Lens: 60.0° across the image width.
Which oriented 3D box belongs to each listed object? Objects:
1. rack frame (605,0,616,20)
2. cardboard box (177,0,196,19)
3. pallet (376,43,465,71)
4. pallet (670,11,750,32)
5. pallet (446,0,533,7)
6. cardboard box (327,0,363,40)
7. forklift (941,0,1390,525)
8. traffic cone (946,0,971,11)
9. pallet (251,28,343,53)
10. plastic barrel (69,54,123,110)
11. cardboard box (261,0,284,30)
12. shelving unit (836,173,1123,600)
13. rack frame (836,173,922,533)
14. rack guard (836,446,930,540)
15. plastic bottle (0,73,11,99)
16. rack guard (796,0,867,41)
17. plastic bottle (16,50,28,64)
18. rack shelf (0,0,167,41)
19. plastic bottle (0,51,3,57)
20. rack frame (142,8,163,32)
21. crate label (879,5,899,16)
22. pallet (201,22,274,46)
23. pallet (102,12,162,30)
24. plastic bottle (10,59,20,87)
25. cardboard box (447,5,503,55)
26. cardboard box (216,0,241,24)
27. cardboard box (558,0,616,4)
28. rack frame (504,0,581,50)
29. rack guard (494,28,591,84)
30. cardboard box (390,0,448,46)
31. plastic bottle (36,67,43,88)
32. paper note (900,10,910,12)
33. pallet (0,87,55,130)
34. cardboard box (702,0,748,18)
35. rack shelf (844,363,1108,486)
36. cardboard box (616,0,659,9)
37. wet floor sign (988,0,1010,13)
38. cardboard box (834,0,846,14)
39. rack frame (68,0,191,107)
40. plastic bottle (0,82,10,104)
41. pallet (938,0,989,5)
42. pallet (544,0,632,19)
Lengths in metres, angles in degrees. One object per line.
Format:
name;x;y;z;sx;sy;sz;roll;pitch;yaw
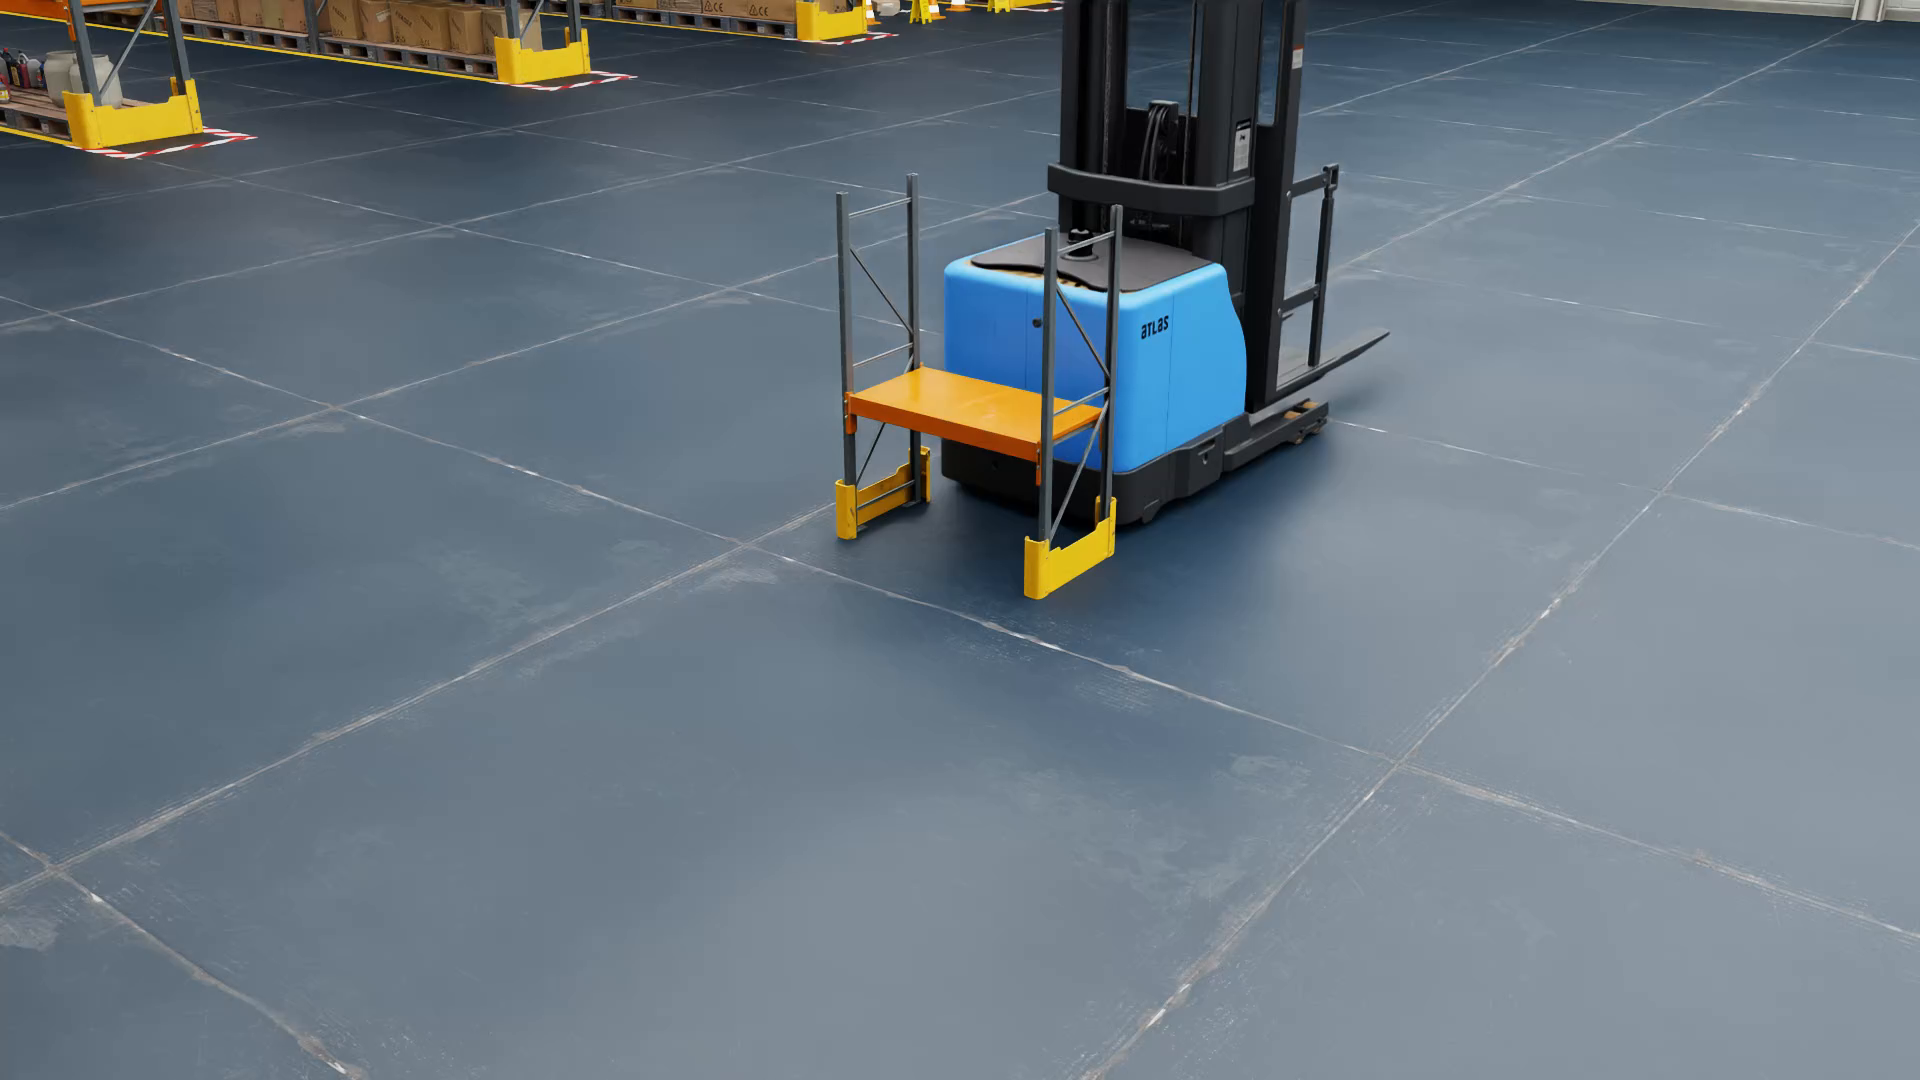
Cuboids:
rack frame;-4.996;-9.383;24.826;0.127;3.000;1.000;17;29;33
cardboard box;-10.704;-7.677;23.507;0.500;0.500;0.700;15;28;31
pallet;-6.513;-6.086;20.800;1.213;0.211;1.003;17;29;33
pallet;-3.454;-7.603;24.245;1.213;0.211;1.003;17;29;33
pallet;-7.611;-8.860;27.096;1.213;0.211;1.003;17;29;33
cardboard box;-7.756;-6.746;21.420;0.500;0.500;0.500;16;28;32
forklift;1.224;-1.930;7.996;1.130;2.935;3.031;18;29;35
traffic cone;-0.025;-8.564;26.114;0.334;0.463;0.336;17;29;33
pallet;-8.676;-6.719;22.238;1.213;0.211;1.003;17;29;33
plastic barrel;-8.394;-4.430;16.150;0.421;0.512;0.421;0;24;0
cardboard box;-8.900;-7.142;22.293;0.500;0.500;0.700;17;29;33
shelving unit;0.061;-0.668;6.906;1.083;1.500;0.587;17;29;33
rack frame;-0.339;-0.789;7.180;0.032;1.500;0.500;17;29;33
rack guard;-0.338;-0.216;7.431;0.087;0.250;0.587;17;29;33
plastic bottle;-9.676;-4.607;16.810;0.133;0.283;0.061;17;29;33
rack guard;-1.776;-7.266;23.122;0.348;0.500;1.175;17;29;33
plastic bottle;-9.922;-5.011;17.643;0.185;0.351;0.144;17;29;33
rack shelf;-9.422;-5.397;16.670;4.000;0.370;1.077;17;29;33
plastic bottle;-10.334;-5.136;17.926;0.185;0.351;0.144;16;28;32
rack frame;-11.252;-8.775;23.445;0.127;3.000;1.000;17;29;33
crate label;-1.085;-8.145;25.566;0.298;0.136;0.250;3;24;6
pallet;-9.656;-7.014;22.907;1.213;0.211;1.003;17;29;33
pallet;-11.838;-7.714;24.495;1.213;0.211;1.003;17;29;33
plastic bottle;-9.963;-4.941;17.568;0.133;0.283;0.061;17;29;33
cardboard box;-5.839;-6.178;20.132;0.500;0.500;0.500;-17;29;-34
cardboard box;-9.795;-7.412;22.906;0.500;0.500;0.700;20;31;38
cardboard box;-5.547;-8.667;25.470;0.750;0.750;1.050;17;29;33
rack frame;-4.851;-6.840;19.054;0.127;3.000;1.000;17;29;33
rack guard;-4.912;-5.715;19.600;0.348;0.500;1.175;17;29;33
cardboard box;-6.749;-6.485;20.828;0.500;0.500;0.500;14;27;29
plastic bottle;-9.683;-4.883;17.537;0.097;0.201;0.097;0;24;0
paper note;-0.858;-8.265;25.971;0.142;0.019;0.148;7;25;15
pallet;-9.529;-4.463;17.117;1.213;0.211;1.003;17;29;33
cardboard box;-3.083;-7.991;23.780;0.875;0.875;0.875;16;29;32
rack shelf;0.068;-0.501;6.973;1.000;0.185;0.538;17;29;33
cardboard box;-4.535;-8.429;24.774;0.875;0.875;0.875;17;29;34
wet floor sign;0.603;-8.569;25.898;0.267;0.644;0.232;-15;28;-30
cardboard box;-1.831;-8.503;25.925;0.637;0.503;0.797;-1;24;-3
rack frame;-7.821;-5.242;15.428;0.127;3.000;1.000;17;29;33
plastic bottle;-9.554;-4.466;16.590;0.097;0.201;0.097;0;24;0
pallet;0.403;-8.988;27.387;1.213;0.211;1.003;17;29;33
pallet;-5.659;-8.270;25.757;1.213;0.211;1.003;17;29;33
